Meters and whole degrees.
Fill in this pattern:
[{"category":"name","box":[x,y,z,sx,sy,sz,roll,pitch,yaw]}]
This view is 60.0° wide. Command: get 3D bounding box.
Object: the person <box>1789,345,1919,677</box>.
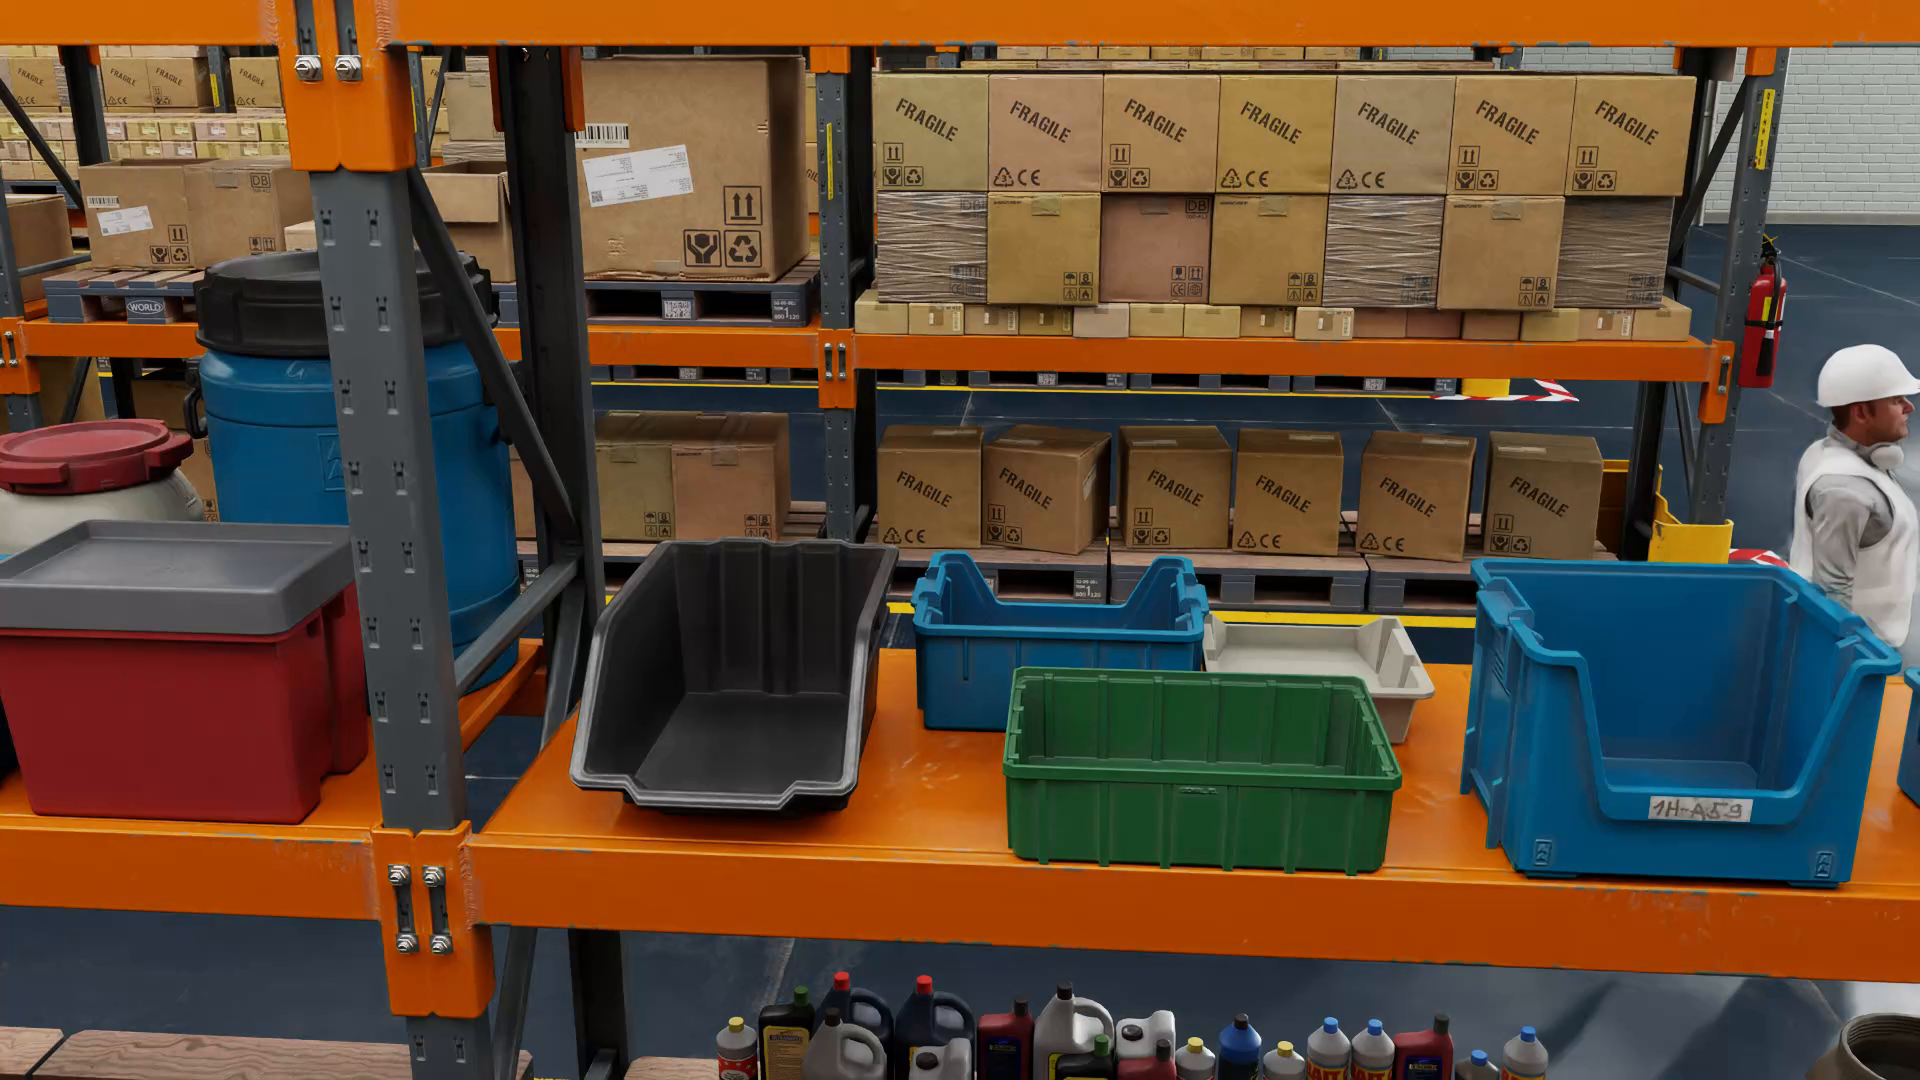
[{"category":"person","box":[2.639,0.273,5.068,0.704,1.755,0.534,7,19,22]}]
